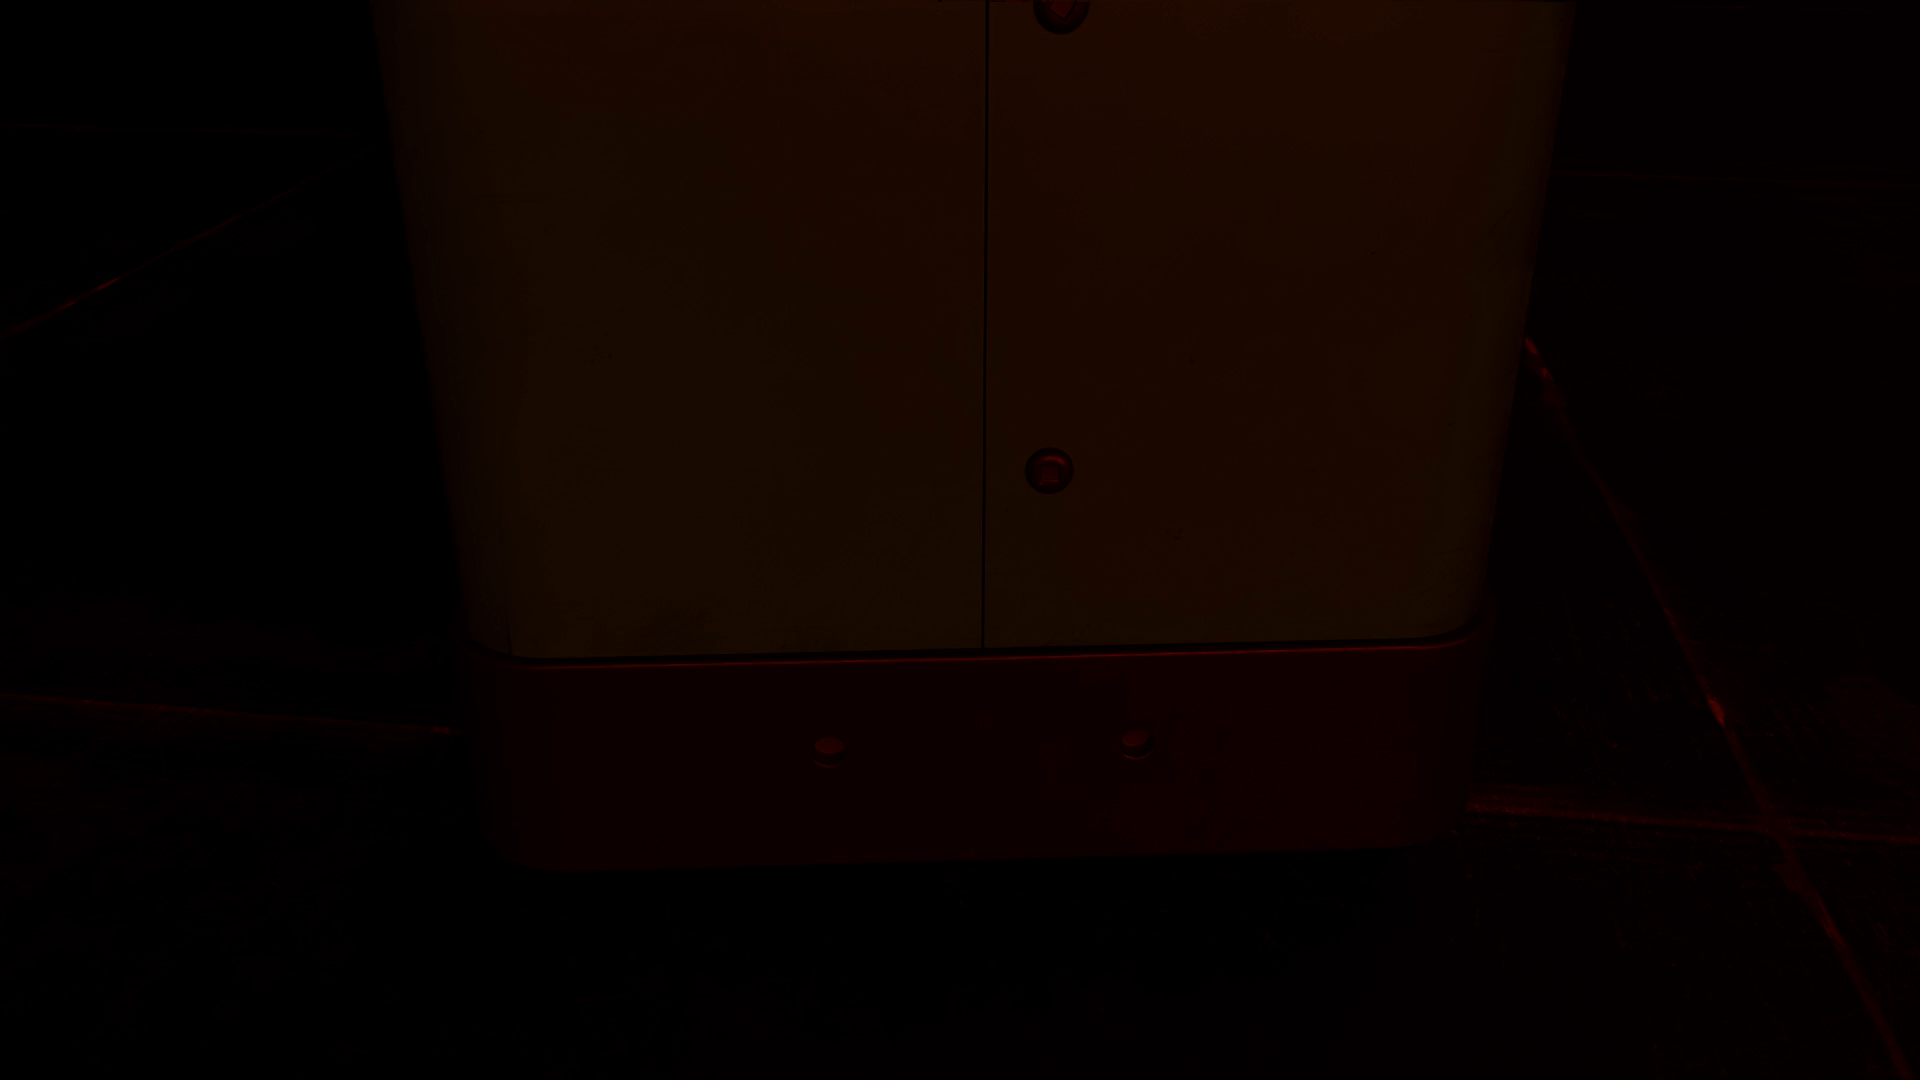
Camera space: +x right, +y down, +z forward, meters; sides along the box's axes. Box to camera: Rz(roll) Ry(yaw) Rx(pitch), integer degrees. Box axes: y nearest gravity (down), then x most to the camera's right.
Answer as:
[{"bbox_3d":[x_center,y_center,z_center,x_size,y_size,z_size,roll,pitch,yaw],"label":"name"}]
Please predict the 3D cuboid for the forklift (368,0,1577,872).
[{"bbox_3d":[-0.046,-1.597,2.418,1.130,2.935,3.031,-1,27,-2],"label":"forklift"}]
